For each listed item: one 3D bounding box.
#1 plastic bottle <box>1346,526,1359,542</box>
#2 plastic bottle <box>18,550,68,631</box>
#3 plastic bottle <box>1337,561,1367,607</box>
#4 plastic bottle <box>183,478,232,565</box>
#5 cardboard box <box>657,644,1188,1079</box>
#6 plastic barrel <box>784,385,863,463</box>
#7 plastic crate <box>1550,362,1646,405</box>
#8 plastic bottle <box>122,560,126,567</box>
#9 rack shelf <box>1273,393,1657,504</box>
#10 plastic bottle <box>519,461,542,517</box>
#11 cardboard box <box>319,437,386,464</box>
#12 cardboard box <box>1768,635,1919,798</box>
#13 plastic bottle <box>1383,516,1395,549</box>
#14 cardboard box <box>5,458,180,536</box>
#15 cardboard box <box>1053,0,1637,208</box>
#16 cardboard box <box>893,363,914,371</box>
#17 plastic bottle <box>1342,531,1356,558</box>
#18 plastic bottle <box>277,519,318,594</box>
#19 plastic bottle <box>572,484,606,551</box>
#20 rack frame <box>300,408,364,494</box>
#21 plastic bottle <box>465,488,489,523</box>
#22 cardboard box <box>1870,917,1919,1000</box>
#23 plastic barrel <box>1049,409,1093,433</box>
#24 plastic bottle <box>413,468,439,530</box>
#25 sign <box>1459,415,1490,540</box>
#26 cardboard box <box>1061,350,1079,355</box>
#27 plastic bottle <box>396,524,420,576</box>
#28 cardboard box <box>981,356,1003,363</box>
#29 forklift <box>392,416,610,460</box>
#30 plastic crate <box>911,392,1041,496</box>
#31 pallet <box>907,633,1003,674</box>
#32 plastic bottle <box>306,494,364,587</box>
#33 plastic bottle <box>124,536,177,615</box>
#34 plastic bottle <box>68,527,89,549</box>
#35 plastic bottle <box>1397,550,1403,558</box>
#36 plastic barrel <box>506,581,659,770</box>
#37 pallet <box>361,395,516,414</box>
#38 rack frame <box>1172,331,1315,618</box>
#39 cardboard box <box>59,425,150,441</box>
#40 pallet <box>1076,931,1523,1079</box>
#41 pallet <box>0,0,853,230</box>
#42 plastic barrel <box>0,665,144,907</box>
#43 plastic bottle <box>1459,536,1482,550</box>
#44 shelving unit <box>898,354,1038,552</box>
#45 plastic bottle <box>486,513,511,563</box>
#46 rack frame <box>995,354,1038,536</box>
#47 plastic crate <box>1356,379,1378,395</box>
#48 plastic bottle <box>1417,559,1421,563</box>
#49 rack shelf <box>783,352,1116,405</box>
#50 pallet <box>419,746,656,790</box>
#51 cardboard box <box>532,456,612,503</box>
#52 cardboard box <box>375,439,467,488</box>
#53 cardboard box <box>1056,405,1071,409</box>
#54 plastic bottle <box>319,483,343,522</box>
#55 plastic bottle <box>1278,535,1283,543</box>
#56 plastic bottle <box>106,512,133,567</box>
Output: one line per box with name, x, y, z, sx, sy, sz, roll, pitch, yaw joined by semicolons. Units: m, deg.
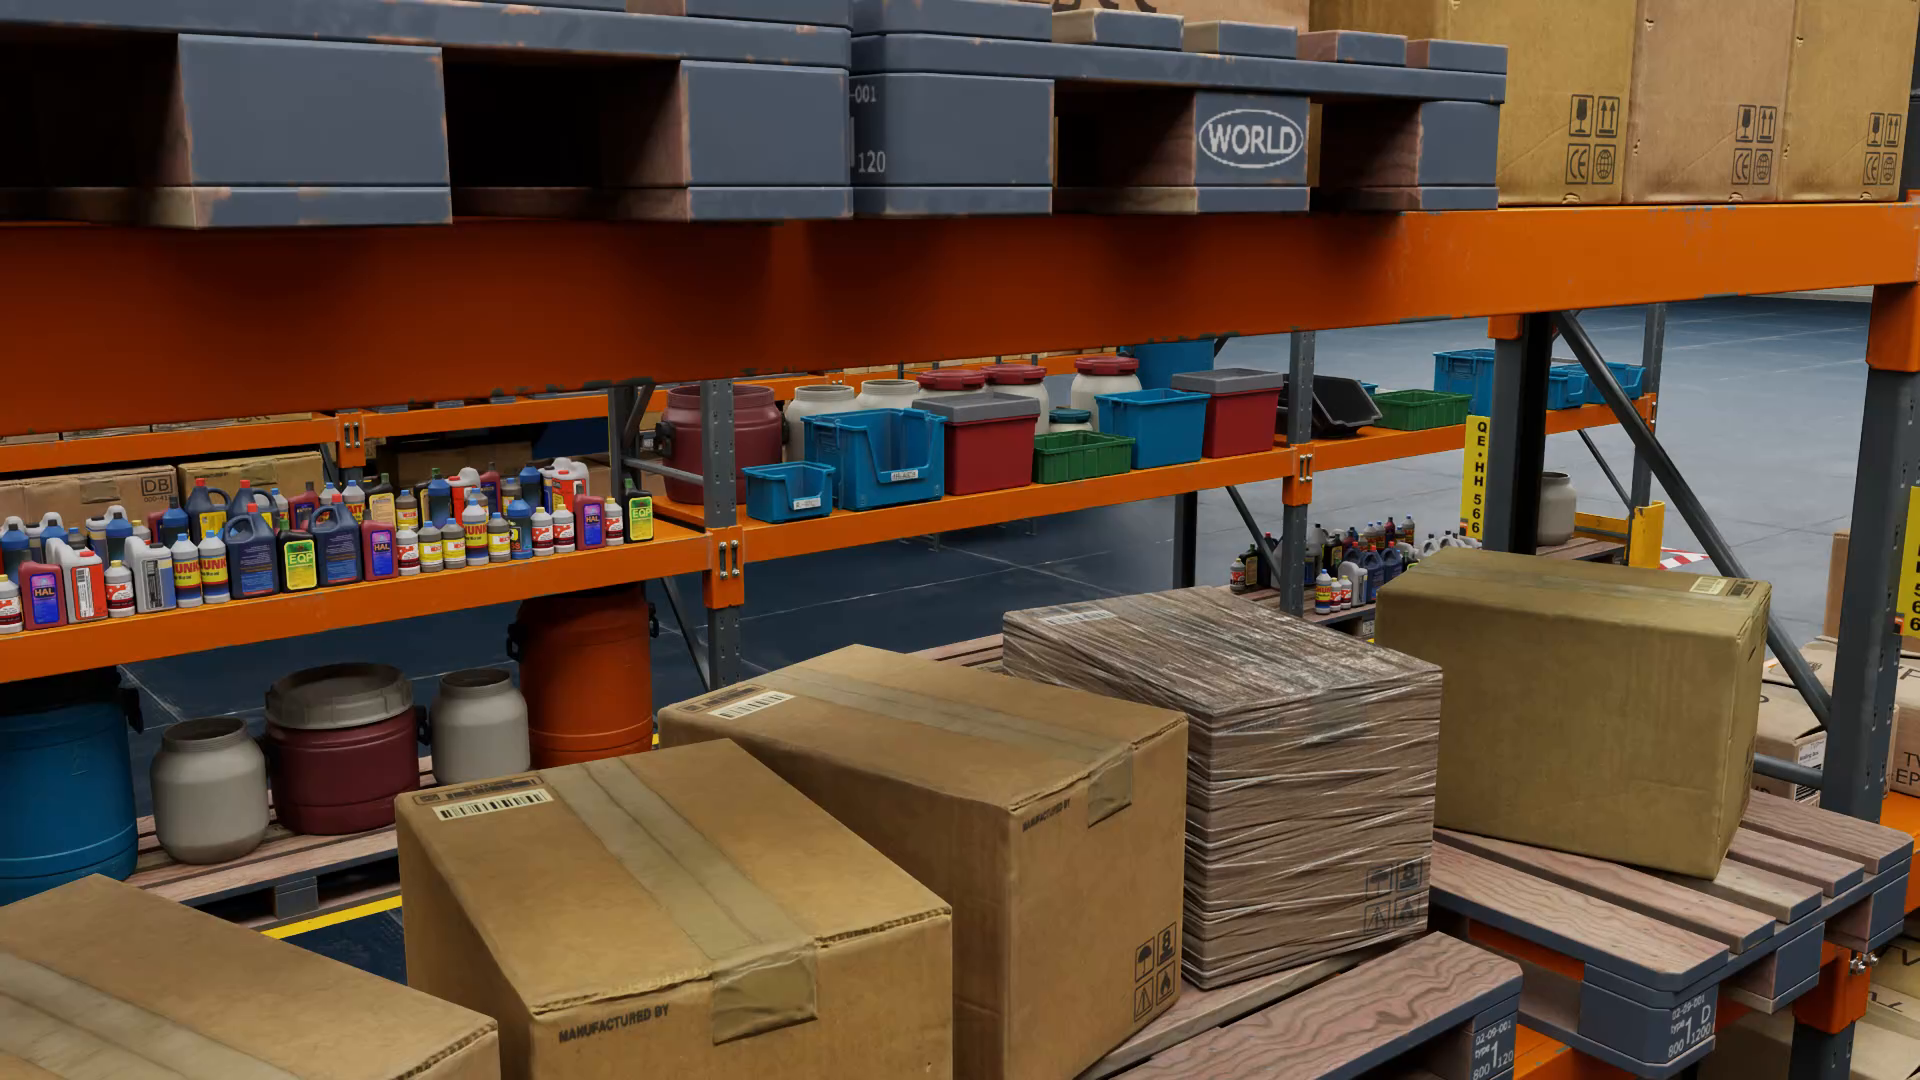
plastic bottle;2.762;0.039;11.735;0.097;0.271;0.097;0;12;0
plastic bottle;-3.248;0.171;5.882;0.133;0.283;0.061;-9;15;-38
plastic bottle;2.511;0.270;10.633;0.135;0.276;0.152;-9;15;-36
plastic bottle;-3.121;-0.083;6.918;0.185;0.351;0.144;-9;15;-38
cardboard box;-0.062;0.518;2.716;0.700;0.500;0.500;9;15;36
plastic barrel;-0.701;-0.534;8.653;0.421;0.512;0.421;0;12;0
plastic crate;4.672;-1.163;12.243;0.616;0.251;0.499;-9;15;-38
plastic bottle;-3.083;0.139;6.233;0.097;0.201;0.097;0;12;0
rack shelf;3.315;-0.738;11.614;4.000;0.370;1.077;-9;15;-38
plastic bottle;-2.018;-0.234;7.819;0.097;0.271;0.097;0;12;0
cardboard box;-6.272;-1.216;16.537;0.750;0.750;1.050;-9;15;-37
cardboard box;2.540;0.452;4.495;0.500;0.311;0.500;-10;15;-38
plastic bottle;3.078;-0.025;12.004;0.133;0.283;0.061;-9;15;-37
cardboard box;-5.717;-0.080;10.889;0.875;0.875;1.225;-9;15;-37
cardboard box;0.597;-0.828;2.843;0.500;0.500;0.910;-9;15;-38
cardboard box;-0.604;-1.557;14.345;0.250;0.149;0.380;-9;15;-38
plastic bottle;2.674;0.083;11.497;0.133;0.283;0.061;-9;15;-38
plastic bottle;-2.561;0.057;6.419;0.133;0.283;0.061;-9;15;-38
plastic bottle;-1.600;-0.103;7.171;0.133;0.283;0.061;-9;15;-38
rack frame;-4.465;-1.115;11.656;0.127;3.000;1.000;-9;15;-38
plastic bottle;-2.179;-0.132;7.509;0.097;0.201;0.097;0;12;0
cardboard box;2.718;1.268;4.694;0.500;0.311;0.500;-10;16;-39
plastic barrel;0.623;-0.616;9.640;0.301;0.262;0.301;0;12;0
plastic bottle;-2.405;-0.180;7.538;0.133;0.283;0.061;-9;15;-38
sign;1.372;-0.163;4.389;0.005;0.325;0.100;-9;15;-38
cardboard box;0.904;-1.831;15.633;0.250;0.149;0.380;-9;15;-38
plastic bottle;-2.234;0.038;6.707;0.097;0.201;0.097;0;12;0
cardboard box;0.177;-1.687;14.955;0.250;0.149;0.380;-9;15;-38
forklift;-4.246;-1.513;13.699;3.031;2.935;1.130;-10;15;-39
plastic crate;0.082;-0.503;8.620;0.583;0.464;0.402;-9;15;-38
pallet;0.211;0.801;9.348;1.213;0.211;1.003;-9;15;-38
plastic bottle;-2.463;-0.003;6.541;0.185;0.351;0.144;-9;15;-38
plastic bottle;-2.990;0.120;6.141;0.135;0.276;0.152;-9;15;-38
plastic bottle;-3.531;0.052;6.642;0.097;0.201;0.097;0;12;0
plastic bottle;2.881;0.202;10.965;0.097;0.271;0.097;0;12;0
plastic barrel;-1.742;0.611;7.743;0.708;0.830;0.600;-9;15;-38
pallet;-3.975;-1.130;12.193;1.003;0.211;1.213;-9;15;-38
rack frame;1.753;-0.830;10.317;0.127;3.000;1.000;-9;15;-38
cardboard box;-5.492;-0.928;10.535;0.500;0.500;0.500;-10;16;-39
pallet;0.205;0.840;2.915;1.213;0.211;1.003;-9;15;-38
pallet;-0.849;-0.437;1.696;1.003;0.211;1.213;-9;15;-38
plastic barrel;-3.506;0.869;6.355;0.708;0.901;0.600;-9;15;-38
plastic bottle;3.502;0.105;11.409;0.135;0.276;0.152;-9;15;-37
shelving unit;0.067;-0.745;13.525;1.048;1.500;0.538;-9;15;-38
plastic bottle;-1.930;-0.013;6.944;0.097;0.201;0.097;0;12;0
rack frame;0.464;-0.811;13.836;0.032;1.500;0.500;-9;15;-38
plastic crate;2.447;-0.945;11.216;0.616;0.251;0.499;-9;15;-38
plastic bottle;3.025;0.228;11.009;0.097;0.201;0.097;0;12;0
rack shelf;0.220;-1.541;15.397;4.000;0.370;1.077;-9;15;-38
pallet;-1.960;1.162;7.649;1.213;0.211;1.003;-9;15;-38
cardboard box;-3.091;-0.346;12.995;0.500;0.500;0.700;-8;14;-33
cardboard box;-3.960;-0.566;12.225;0.500;0.250;0.500;-9;15;-35
cardboard box;1.284;-1.057;16.392;0.500;0.500;0.500;-6;14;-27
plastic bottle;-2.740;-0.114;7.254;0.097;0.271;0.097;0;12;0
plastic bottle;2.225;0.095;11.278;0.185;0.351;0.144;-10;16;-40
plastic bottle;-3.331;0.025;6.601;0.097;0.271;0.097;0;12;0
